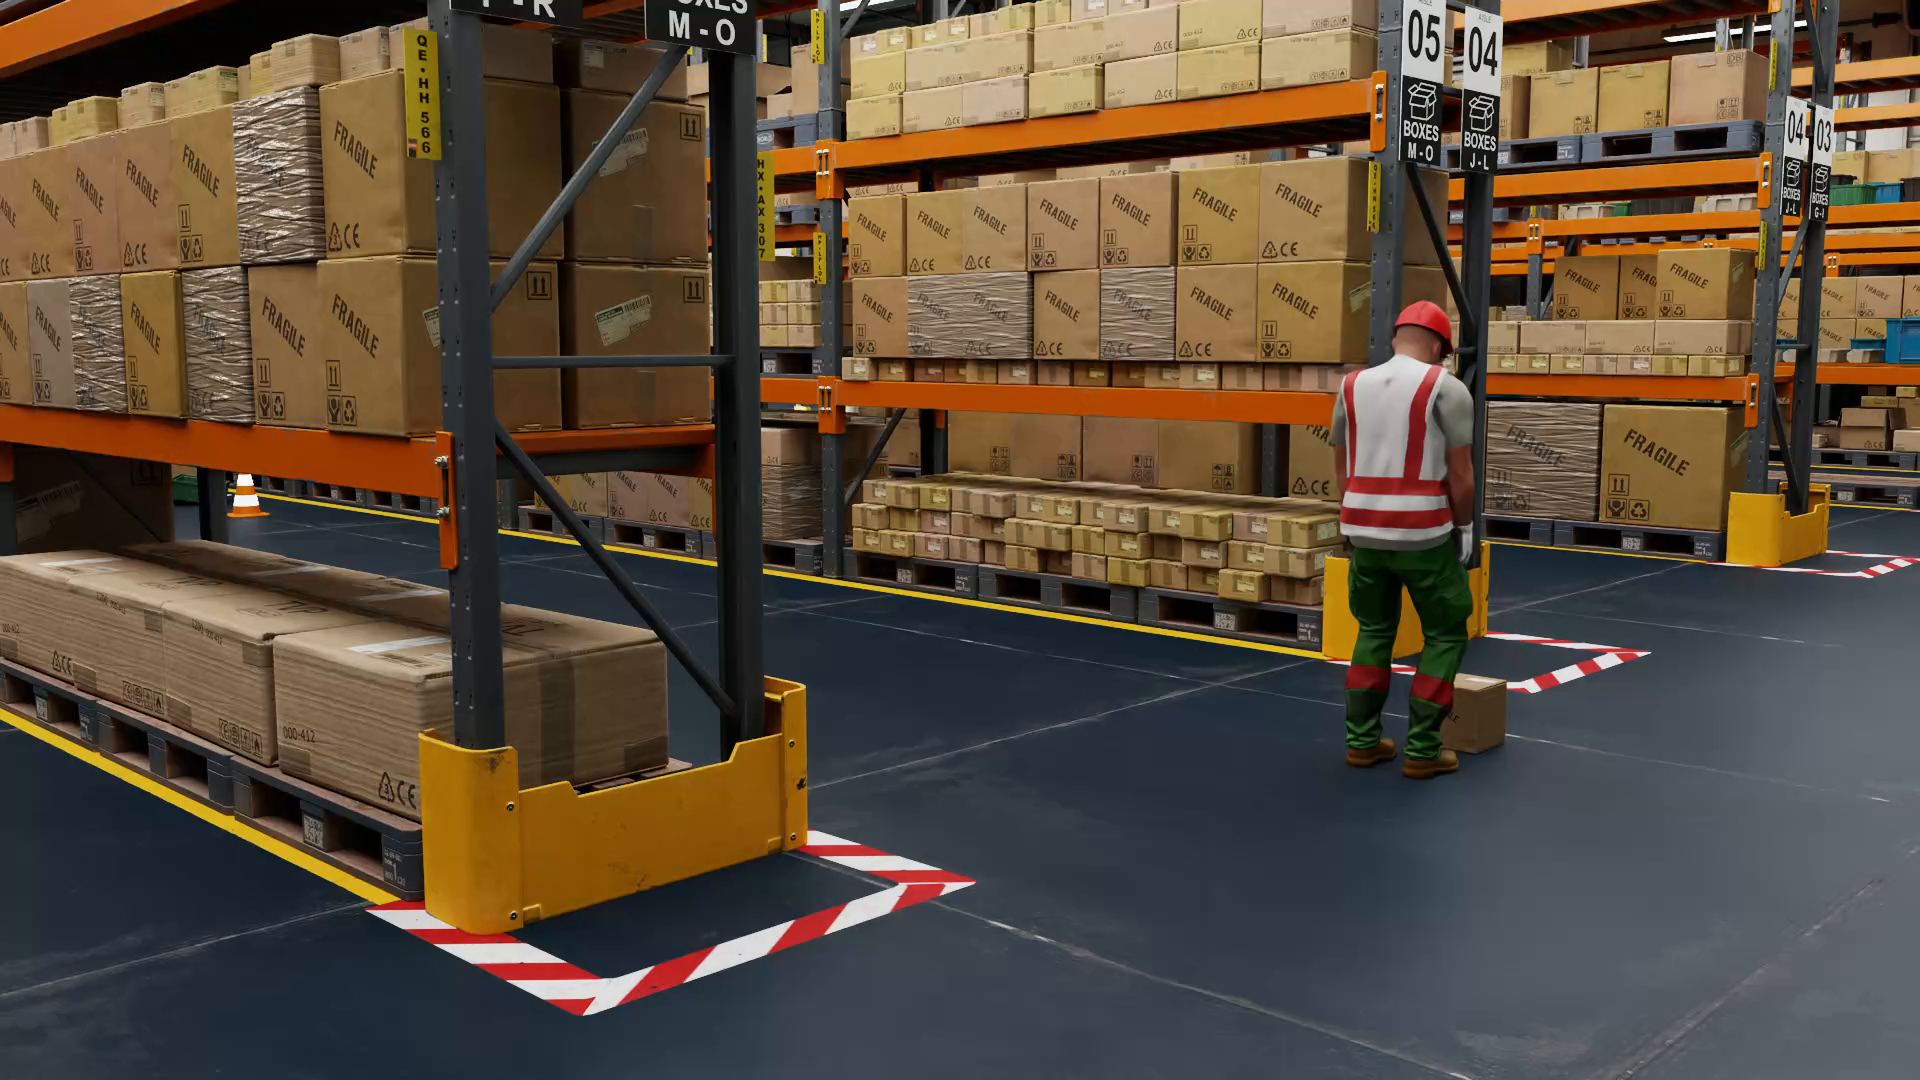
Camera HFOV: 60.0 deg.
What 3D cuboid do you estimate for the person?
[{"bbox_3d":[1.622,-0.014,6.099,0.496,1.712,0.551,-7,10,-44],"label":"person"}]
